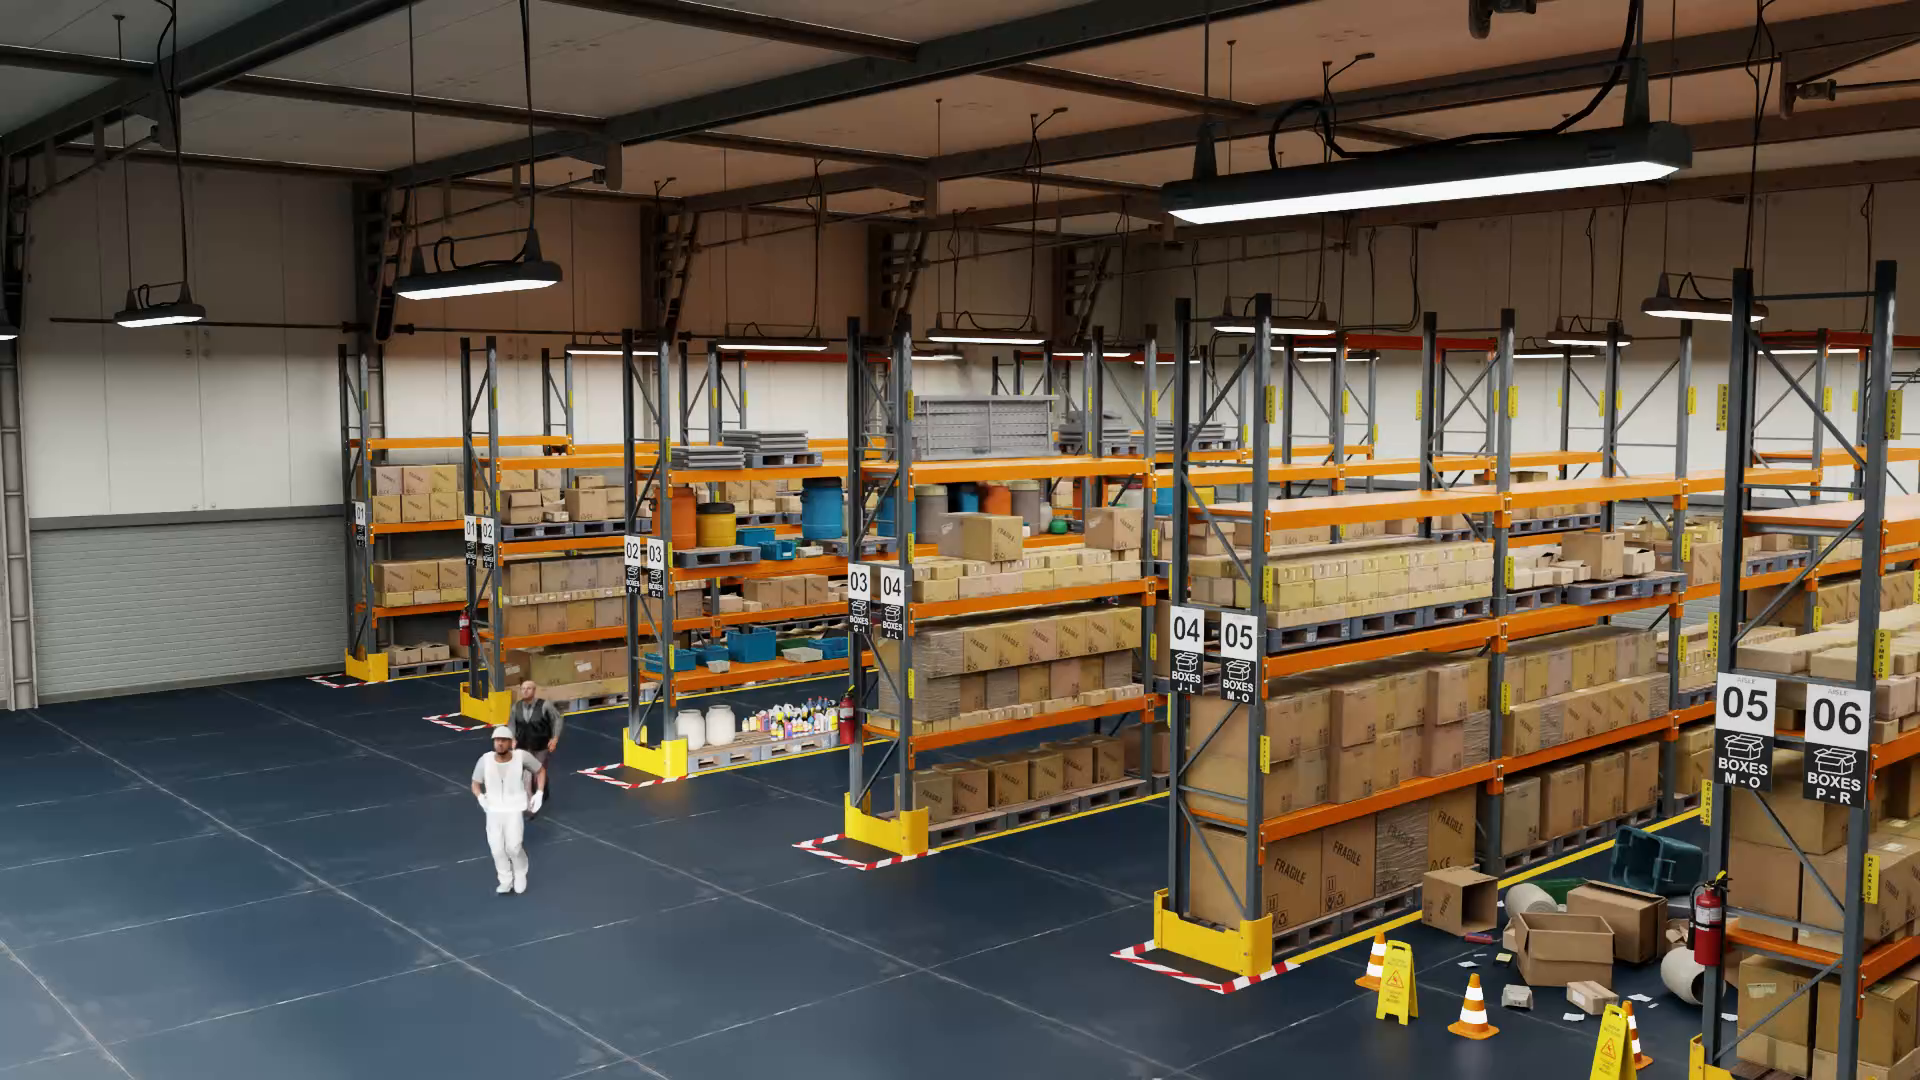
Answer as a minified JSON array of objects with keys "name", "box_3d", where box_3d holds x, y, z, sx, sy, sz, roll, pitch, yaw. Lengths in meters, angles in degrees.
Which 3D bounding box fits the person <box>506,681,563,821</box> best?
[{"name":"person","box_3d":[-5.154,2.531,20.153,0.674,1.695,0.650,0,5,1]}]

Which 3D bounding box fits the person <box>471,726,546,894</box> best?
[{"name":"person","box_3d":[-4.615,2.771,16.926,0.721,1.759,0.638,0,5,-4]}]

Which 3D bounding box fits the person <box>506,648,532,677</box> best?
[{"name":"person","box_3d":[-7.649,1.757,28.626,0.718,1.759,0.938,3,6,32]}]
